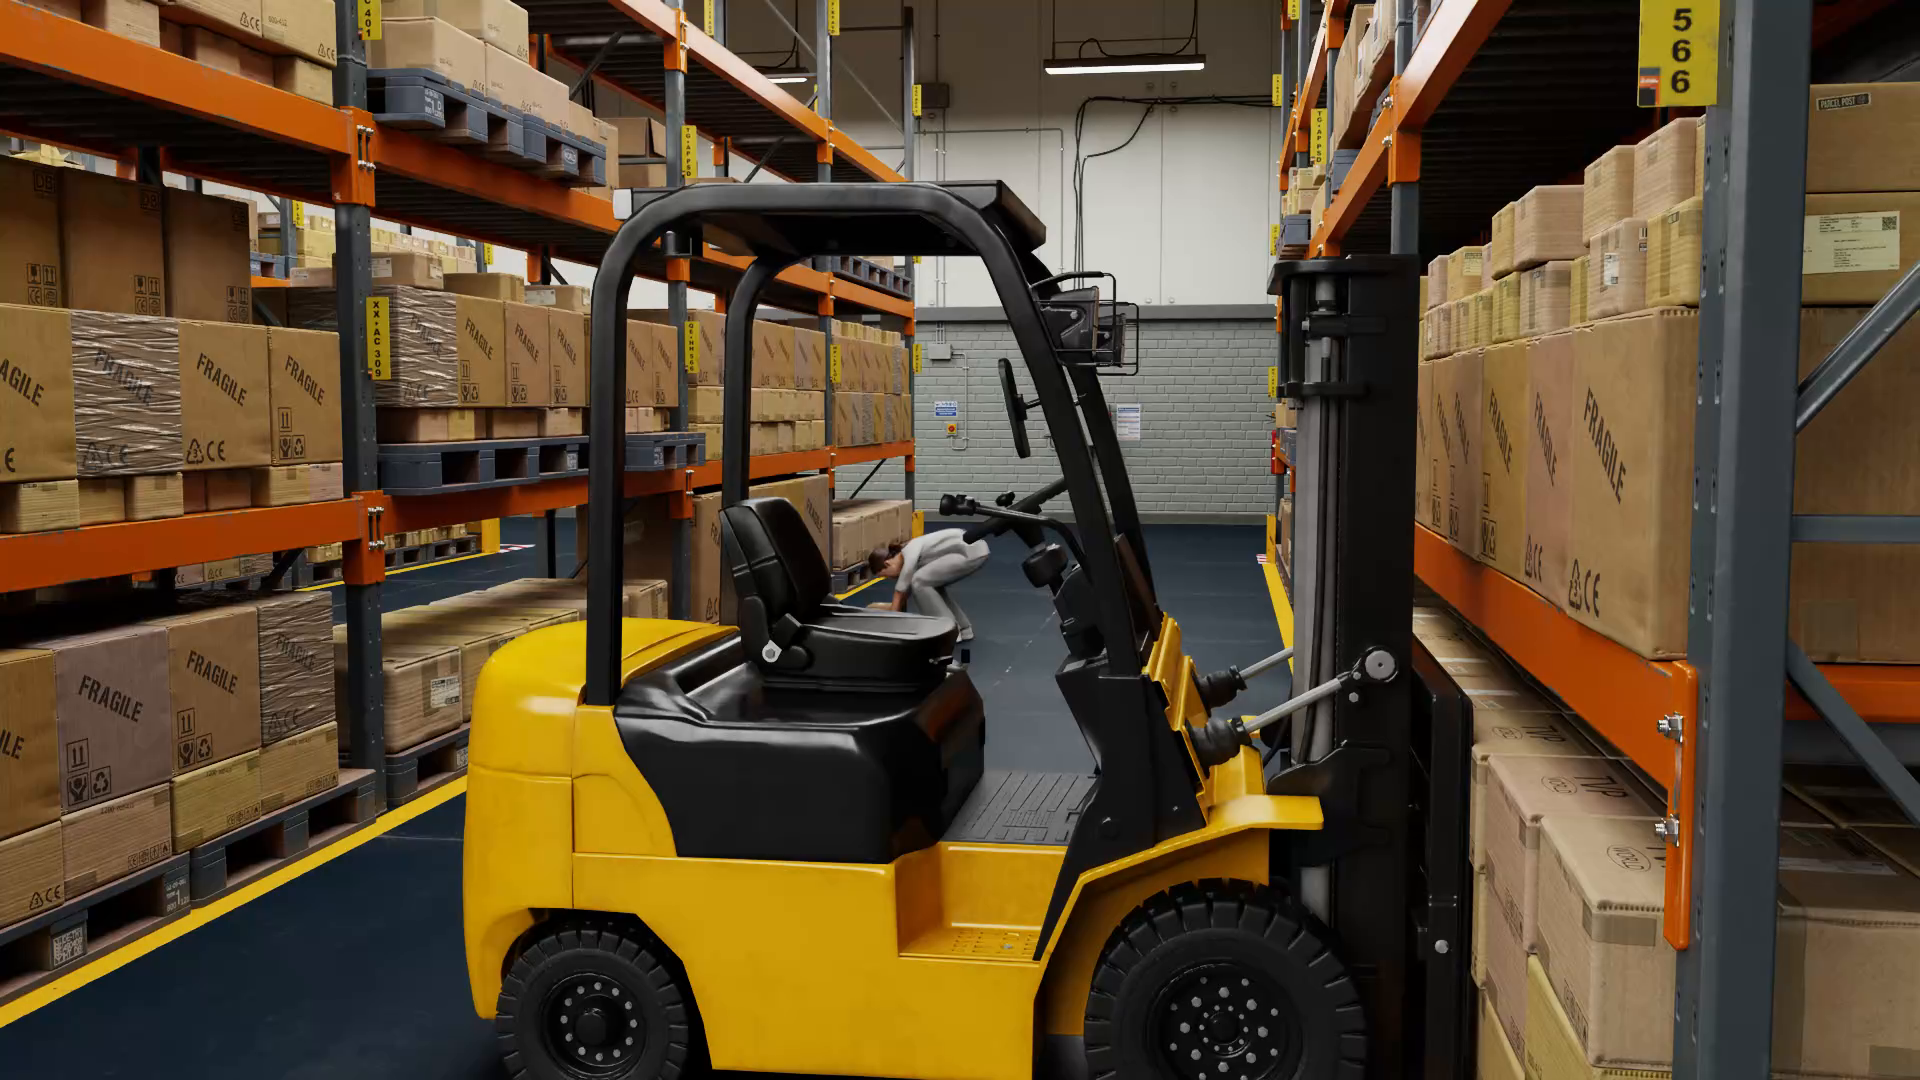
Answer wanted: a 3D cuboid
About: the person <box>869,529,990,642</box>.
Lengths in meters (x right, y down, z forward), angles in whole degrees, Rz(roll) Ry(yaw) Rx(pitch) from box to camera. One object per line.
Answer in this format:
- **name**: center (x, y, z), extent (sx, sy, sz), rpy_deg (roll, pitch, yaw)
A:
- **person**: center (-0.221, 0.362, 11.836), extent (0.861, 0.755, 0.464), rpy_deg (1, 5, 6)
